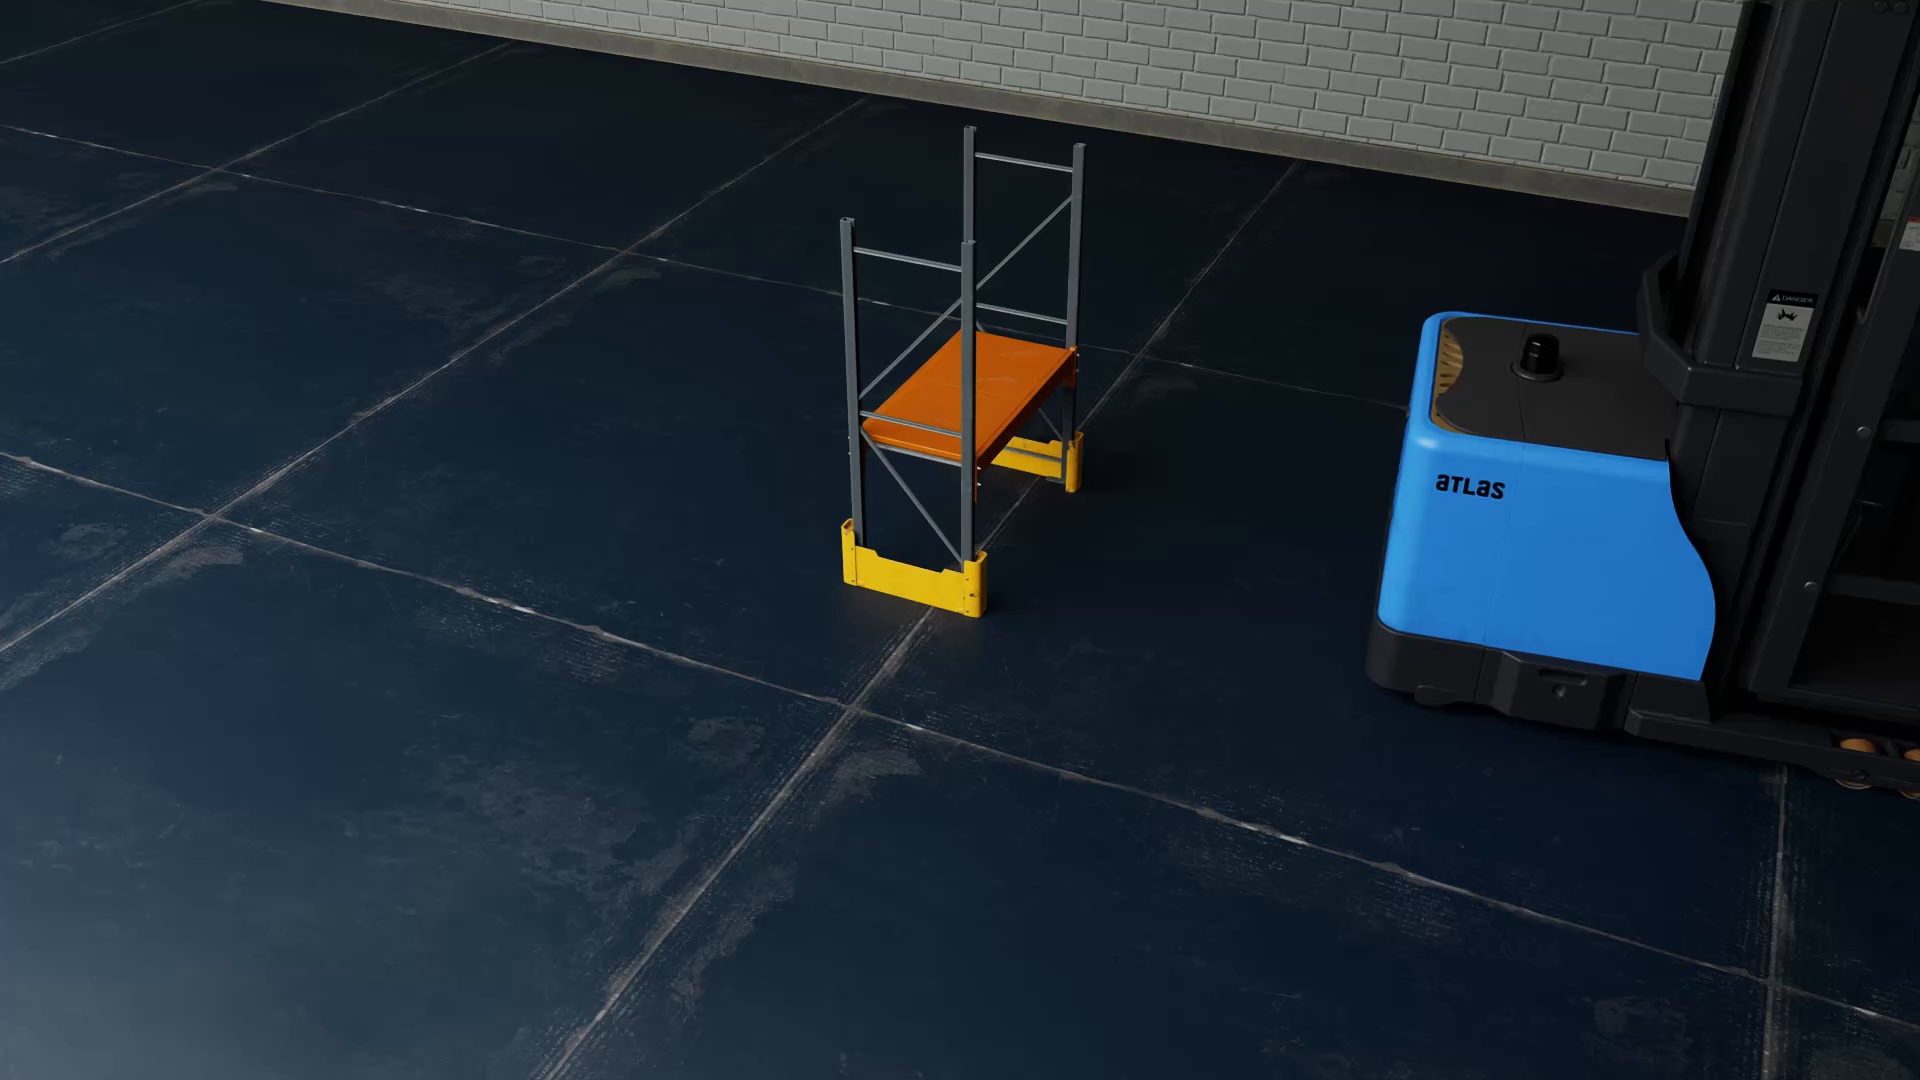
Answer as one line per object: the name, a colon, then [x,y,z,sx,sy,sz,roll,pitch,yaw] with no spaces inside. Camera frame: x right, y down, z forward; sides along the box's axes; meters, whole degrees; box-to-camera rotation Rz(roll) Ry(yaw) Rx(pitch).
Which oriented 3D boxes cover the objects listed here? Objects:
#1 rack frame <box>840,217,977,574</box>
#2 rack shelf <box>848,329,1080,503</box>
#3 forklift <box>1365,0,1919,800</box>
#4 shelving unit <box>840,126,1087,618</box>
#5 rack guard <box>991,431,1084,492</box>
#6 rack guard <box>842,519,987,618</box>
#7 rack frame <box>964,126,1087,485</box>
rack frame: [-0.177,-0.417,6.017,0.500,1.500,0.032,14,36,20]
rack shelf: [0.036,-0.519,6.502,0.538,0.185,1.000,14,36,20]
forklift: [3.015,-0.699,5.143,3.031,2.935,1.130,9,34,14]
shelving unit: [0.032,-0.665,6.397,0.587,1.500,1.083,14,36,20]
rack guard: [0.240,-0.391,7.118,0.587,0.250,0.087,14,36,20]
rack guard: [-0.176,0.106,6.361,0.587,0.250,0.087,14,36,20]
rack frame: [0.248,-0.923,6.790,0.500,1.500,0.032,14,36,20]
